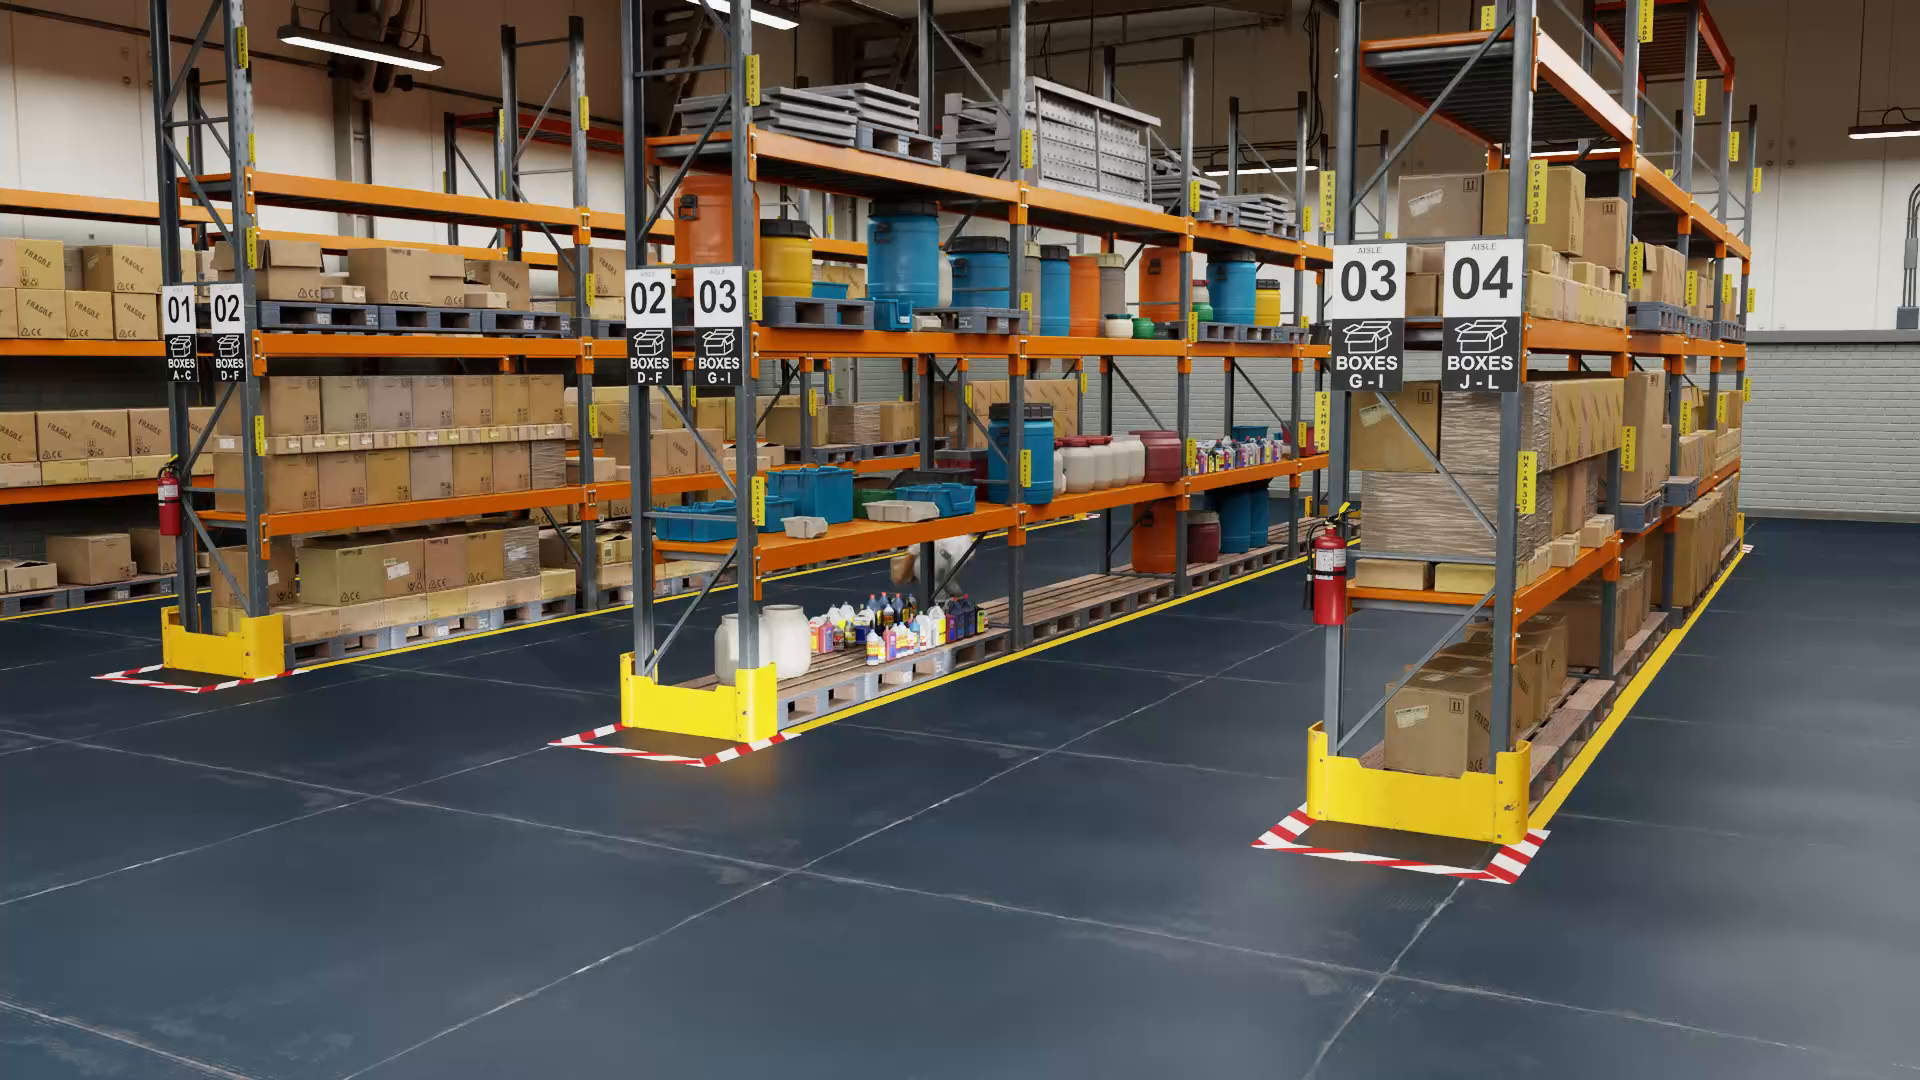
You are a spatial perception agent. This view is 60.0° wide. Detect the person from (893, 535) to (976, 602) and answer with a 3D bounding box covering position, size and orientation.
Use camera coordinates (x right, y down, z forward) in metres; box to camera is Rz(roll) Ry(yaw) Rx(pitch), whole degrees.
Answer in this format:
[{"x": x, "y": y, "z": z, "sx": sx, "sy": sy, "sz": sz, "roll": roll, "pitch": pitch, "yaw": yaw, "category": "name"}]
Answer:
[{"x": -0.272, "y": 0.194, "z": 17.990, "sx": 0.877, "sy": 0.947, "sz": 0.499, "roll": 3, "pitch": 7, "yaw": 27, "category": "person"}]
